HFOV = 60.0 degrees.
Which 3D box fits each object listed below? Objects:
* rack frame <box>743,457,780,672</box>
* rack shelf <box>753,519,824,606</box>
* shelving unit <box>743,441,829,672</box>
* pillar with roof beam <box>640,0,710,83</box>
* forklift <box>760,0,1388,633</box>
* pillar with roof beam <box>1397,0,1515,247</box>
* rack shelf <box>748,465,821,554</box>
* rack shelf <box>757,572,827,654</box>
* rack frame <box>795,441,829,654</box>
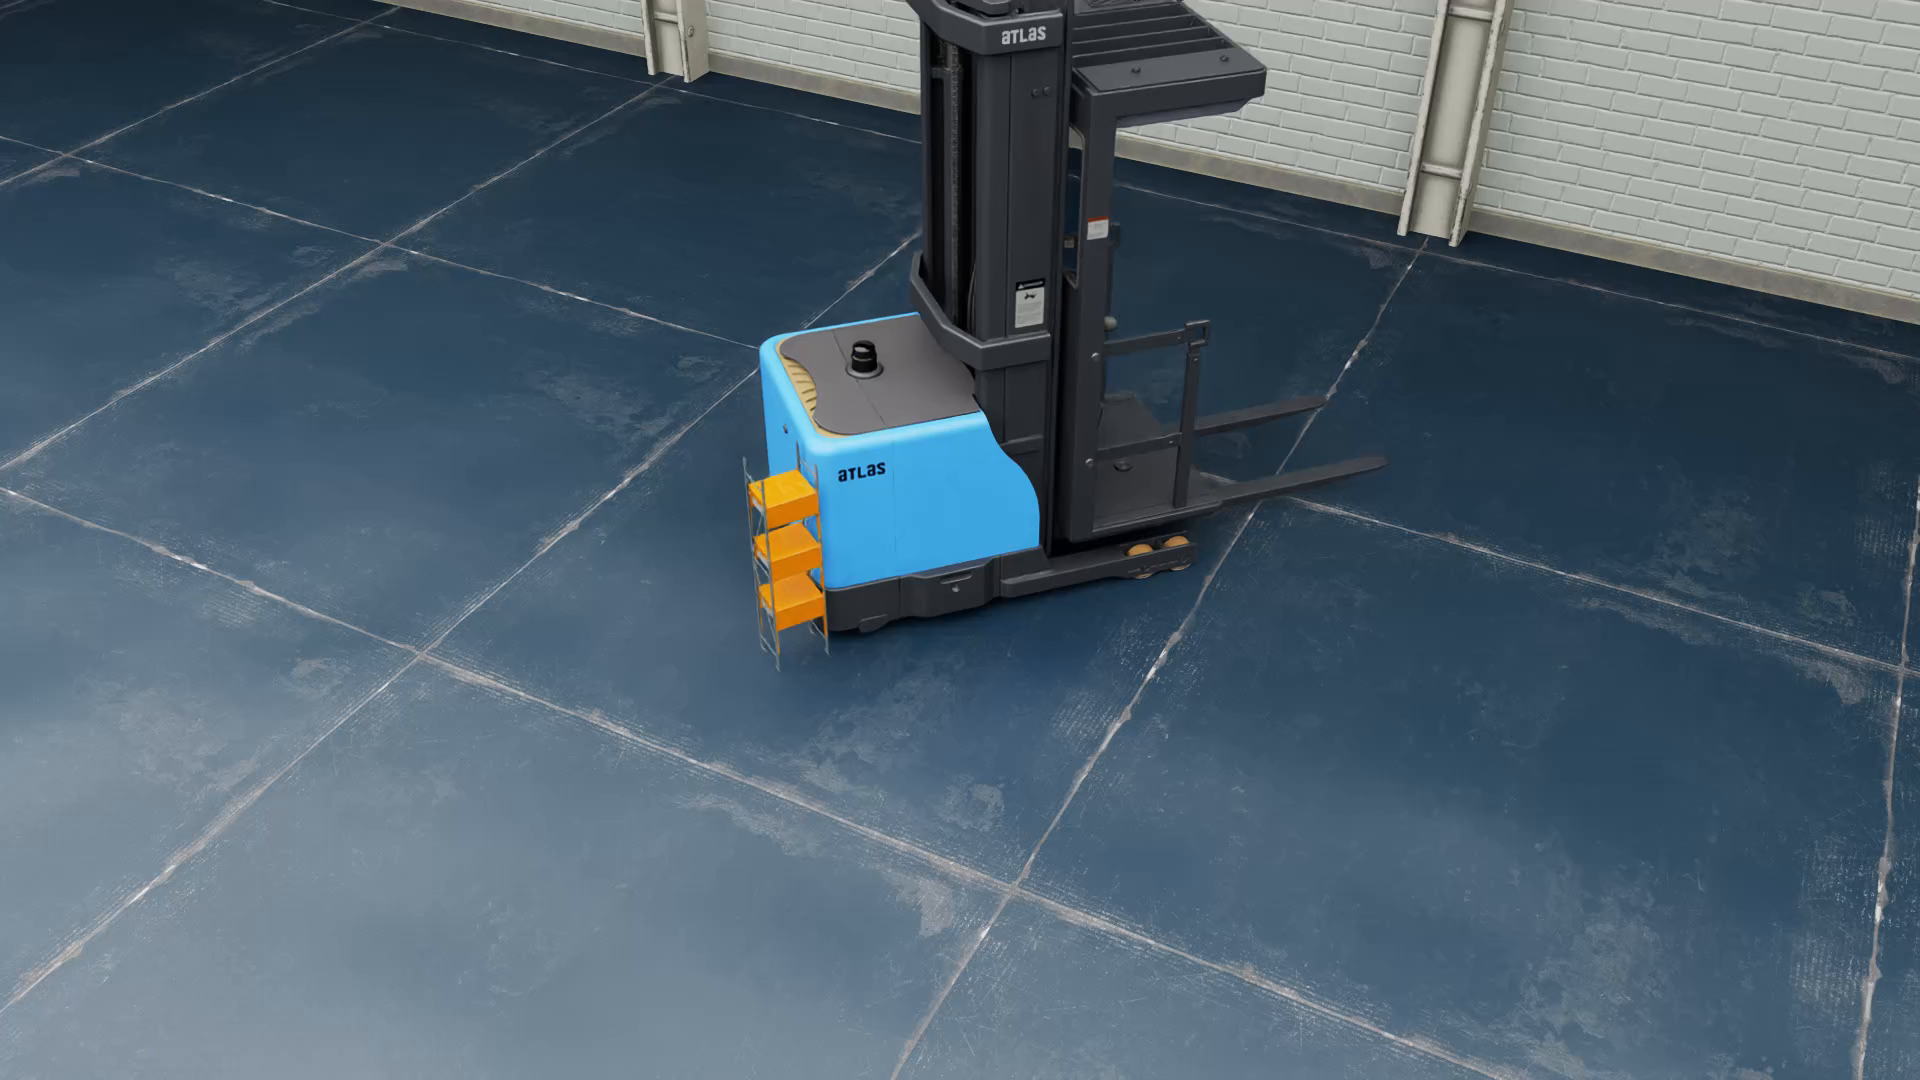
[{"bbox_3d":[-0.862,0.123,7.239,0.008,1.050,0.200,-19,41,-23],"label":"rack frame"},{"bbox_3d":[-0.755,0.095,7.293,0.240,0.259,0.215,-19,41,-23],"label":"rack shelf"},{"bbox_3d":[-0.755,0.087,7.287,0.252,1.050,0.215,-19,41,-23],"label":"shelving unit"},{"bbox_3d":[-4.194,-4.977,7.383,0.400,9.000,9.100,17,41,21],"label":"pillar with roof beam"},{"bbox_3d":[0.629,-1.271,7.520,3.031,2.935,1.130,-12,39,-15],"label":"forklift"},{"bbox_3d":[1.134,-3.308,5.185,0.400,9.000,9.100,17,41,21],"label":"pillar with roof beam"},{"bbox_3d":[-0.755,-0.131,7.122,0.240,0.259,0.215,-19,41,-23],"label":"rack shelf"},{"bbox_3d":[-0.755,0.317,7.461,0.240,0.259,0.215,-19,41,-23],"label":"rack shelf"},{"bbox_3d":[-0.649,0.051,7.335,0.008,1.050,0.200,-19,41,-23],"label":"rack frame"}]
